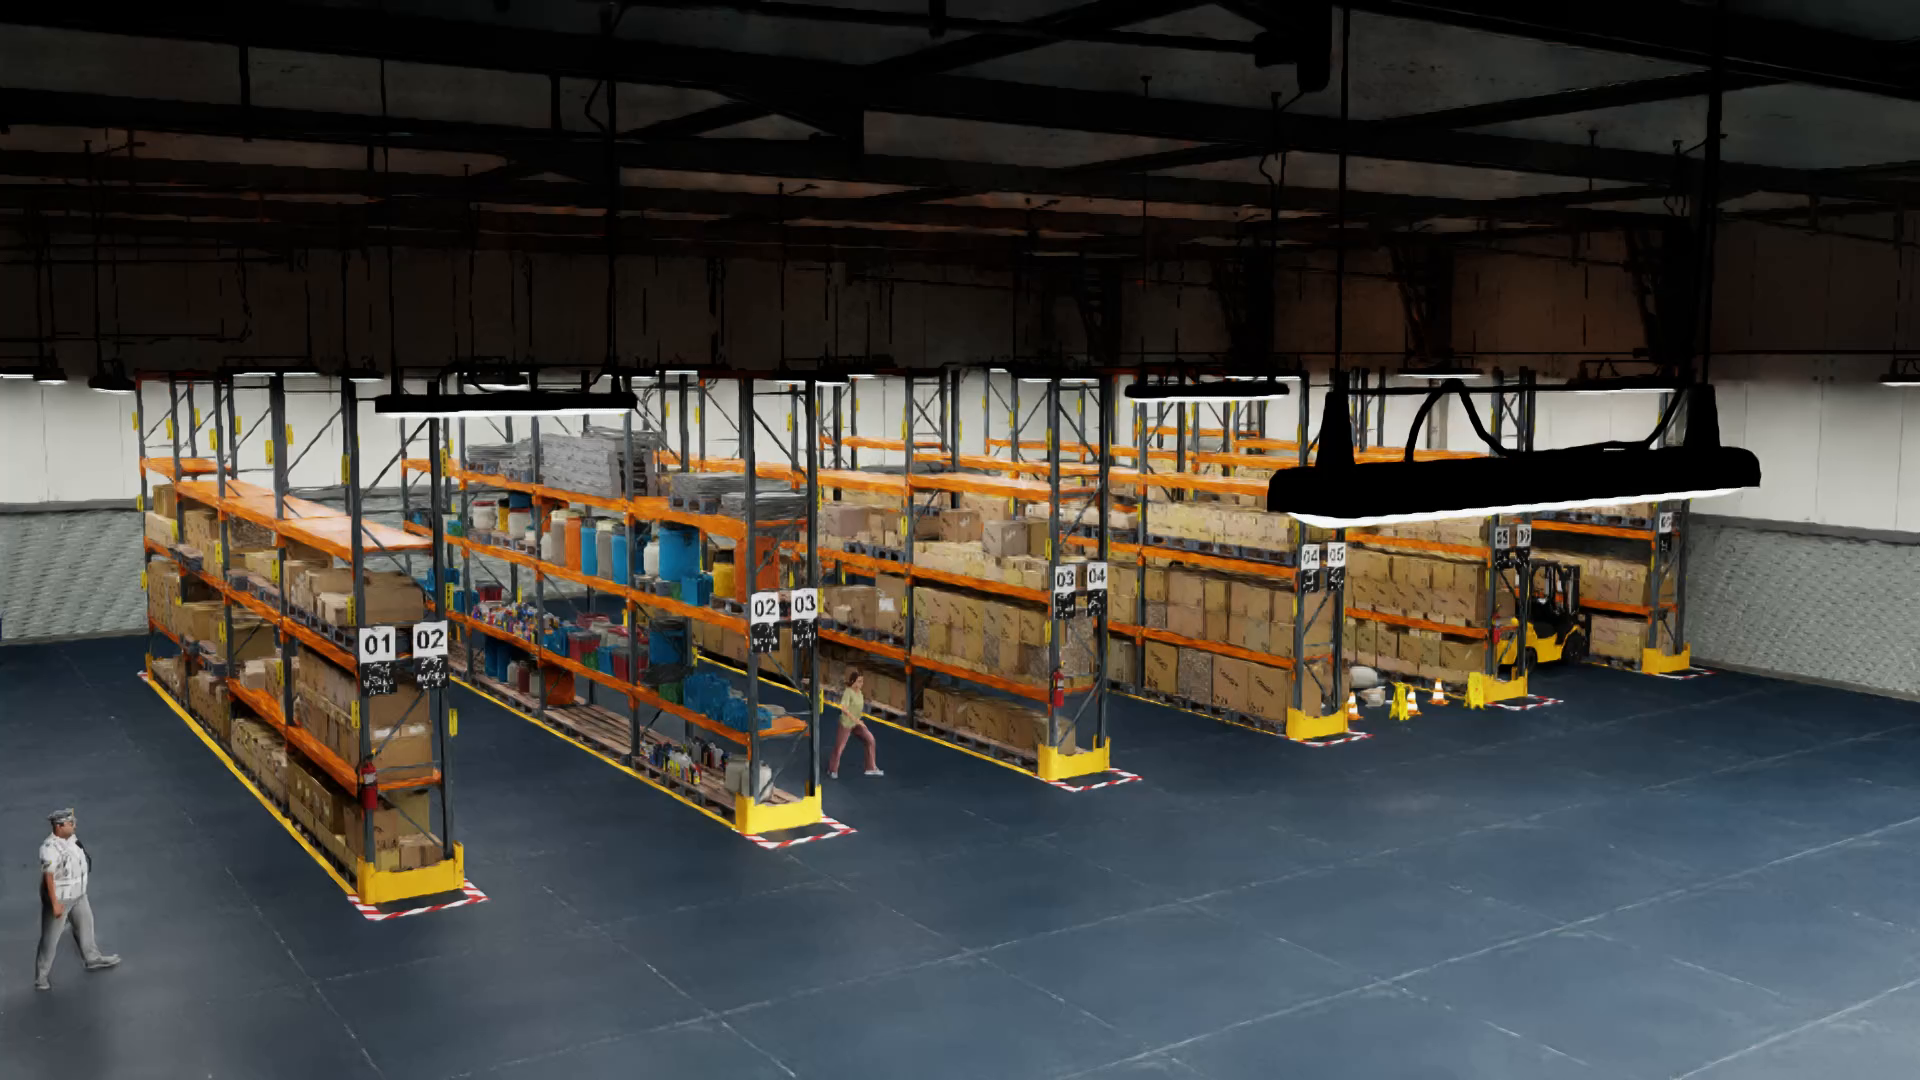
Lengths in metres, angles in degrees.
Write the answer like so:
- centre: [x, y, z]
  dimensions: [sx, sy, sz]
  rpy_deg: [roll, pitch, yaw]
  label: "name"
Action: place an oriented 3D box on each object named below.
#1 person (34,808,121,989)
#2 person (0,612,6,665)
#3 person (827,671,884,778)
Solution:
- centre: [-9.005, 3.558, 16.792]
  dimensions: [0.585, 1.755, 0.772]
  rpy_deg: [0, 6, 4]
  label: "person"
- centre: [-19.612, 1.752, 33.446]
  dimensions: [0.464, 1.645, 0.684]
  rpy_deg: [1, 6, 5]
  label: "person"
- centre: [-1.608, 2.718, 24.739]
  dimensions: [0.774, 1.578, 0.594]
  rpy_deg: [4, 8, 35]
  label: "person"
